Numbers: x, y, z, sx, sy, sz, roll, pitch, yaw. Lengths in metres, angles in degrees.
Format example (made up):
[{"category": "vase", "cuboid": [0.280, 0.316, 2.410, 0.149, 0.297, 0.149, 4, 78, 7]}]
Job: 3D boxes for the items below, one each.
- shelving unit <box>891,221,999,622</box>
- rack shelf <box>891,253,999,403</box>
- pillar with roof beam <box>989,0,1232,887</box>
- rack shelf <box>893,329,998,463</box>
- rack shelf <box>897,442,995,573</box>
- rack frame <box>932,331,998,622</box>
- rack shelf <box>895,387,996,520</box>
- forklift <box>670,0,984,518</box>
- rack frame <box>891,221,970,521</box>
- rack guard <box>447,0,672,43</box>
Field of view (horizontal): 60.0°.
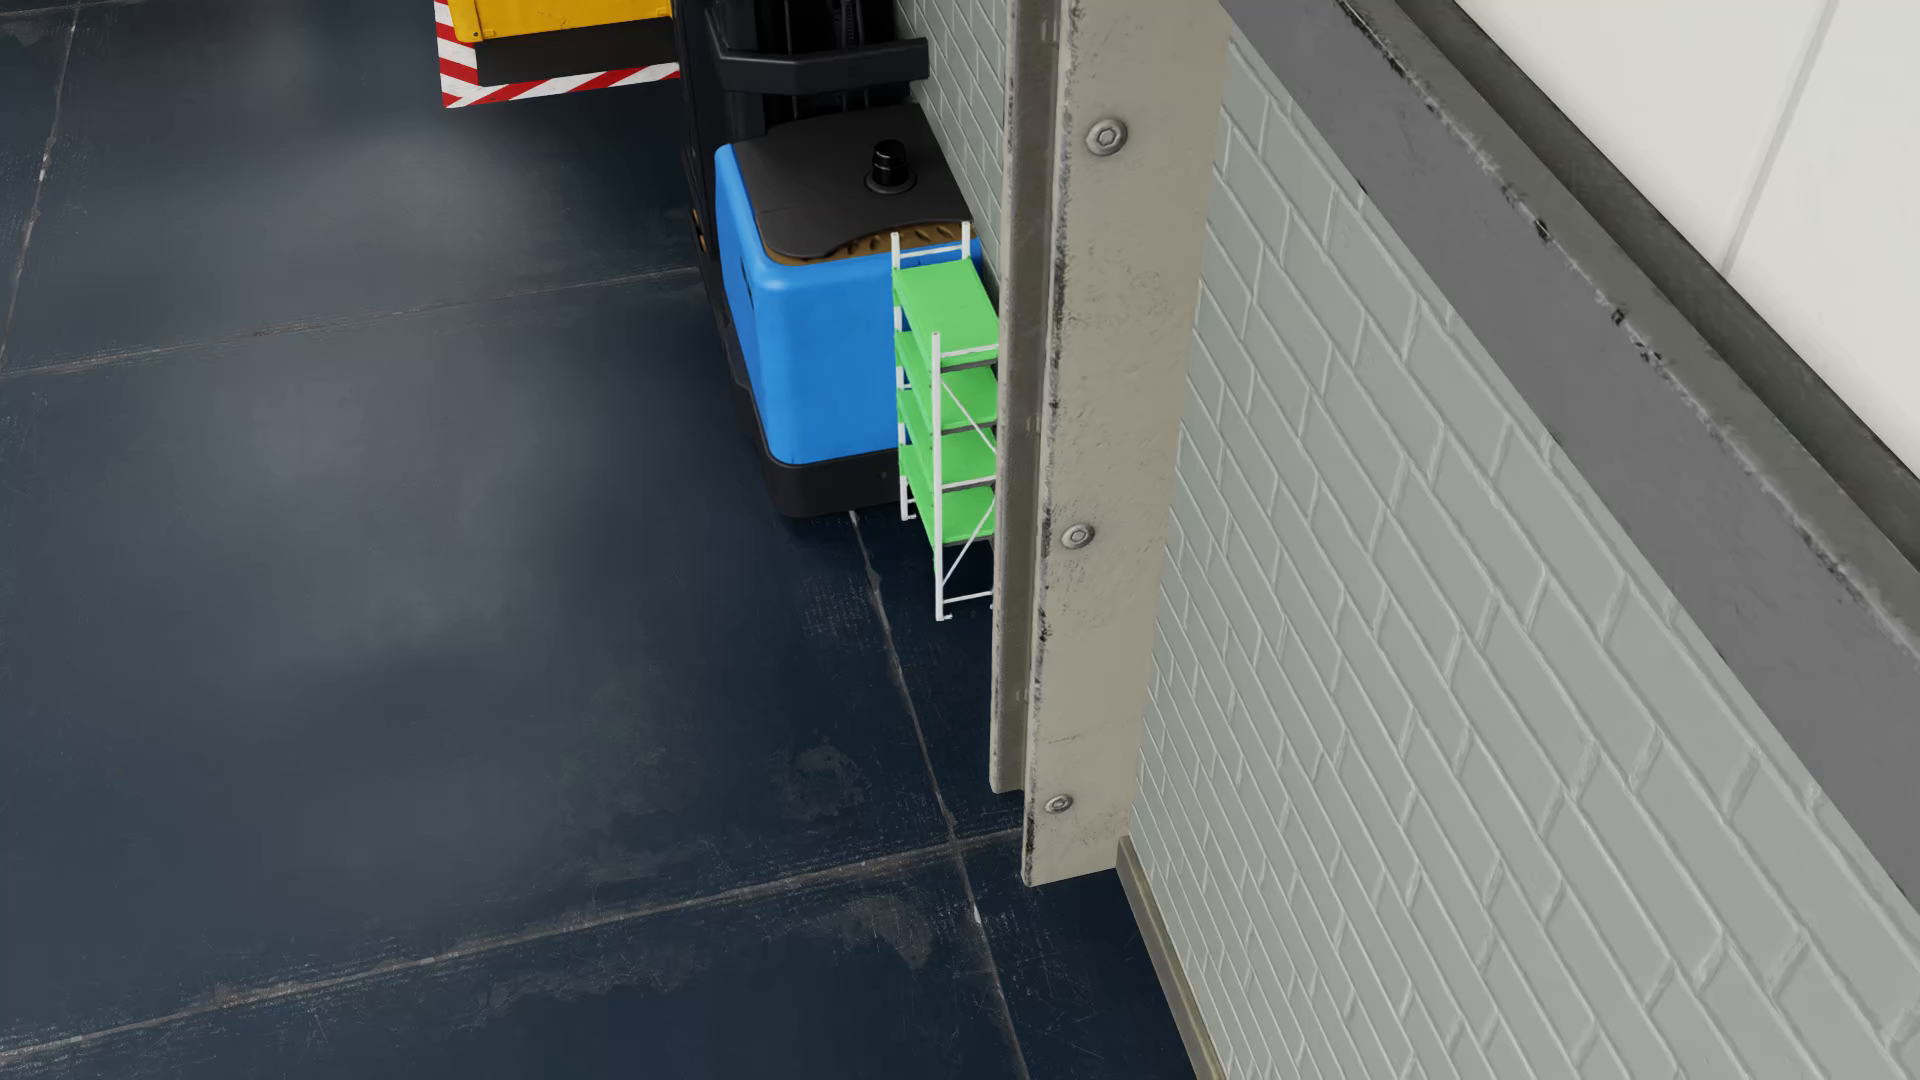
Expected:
[{"category": "shelving unit", "cuboid": [-0.025, -0.345, 5.248, 0.258, 1.200, 0.503, -11, 47, -10]}, {"category": "rack shelf", "cuboid": [-0.025, -0.637, 4.951, 0.258, 0.148, 0.480, -11, 47, -10]}, {"category": "pillar with roof beam", "cuboid": [-3.875, -1.530, 0.949, 9.100, 9.000, 0.400, -11, 47, -10]}, {"category": "rack shelf", "cuboid": [-0.025, -0.469, 5.123, 0.258, 0.148, 0.480, -11, 47, -10]}, {"category": "rack shelf", "cuboid": [-0.025, -0.133, 5.465, 0.258, 0.148, 0.480, -11, 47, -10]}, {"category": "rack frame", "cuboid": [0.038, -0.177, 5.083, 0.240, 1.200, 0.015, -11, 47, -10]}, {"category": "rack shelf", "cuboid": [-0.025, -0.301, 5.294, 0.258, 0.148, 0.480, -11, 47, -10]}, {"category": "forklift", "cuboid": [-0.511, -2.174, 5.829, 1.130, 2.935, 3.031, -11, 47, -10]}, {"category": "rack frame", "cuboid": [-0.088, -0.514, 5.413, 0.240, 1.200, 0.015, -11, 47, -10]}, {"category": "rack guard", "cuboid": [-1.936, -2.823, 8.167, 1.175, 0.500, 0.348, -11, 47, -10]}]
